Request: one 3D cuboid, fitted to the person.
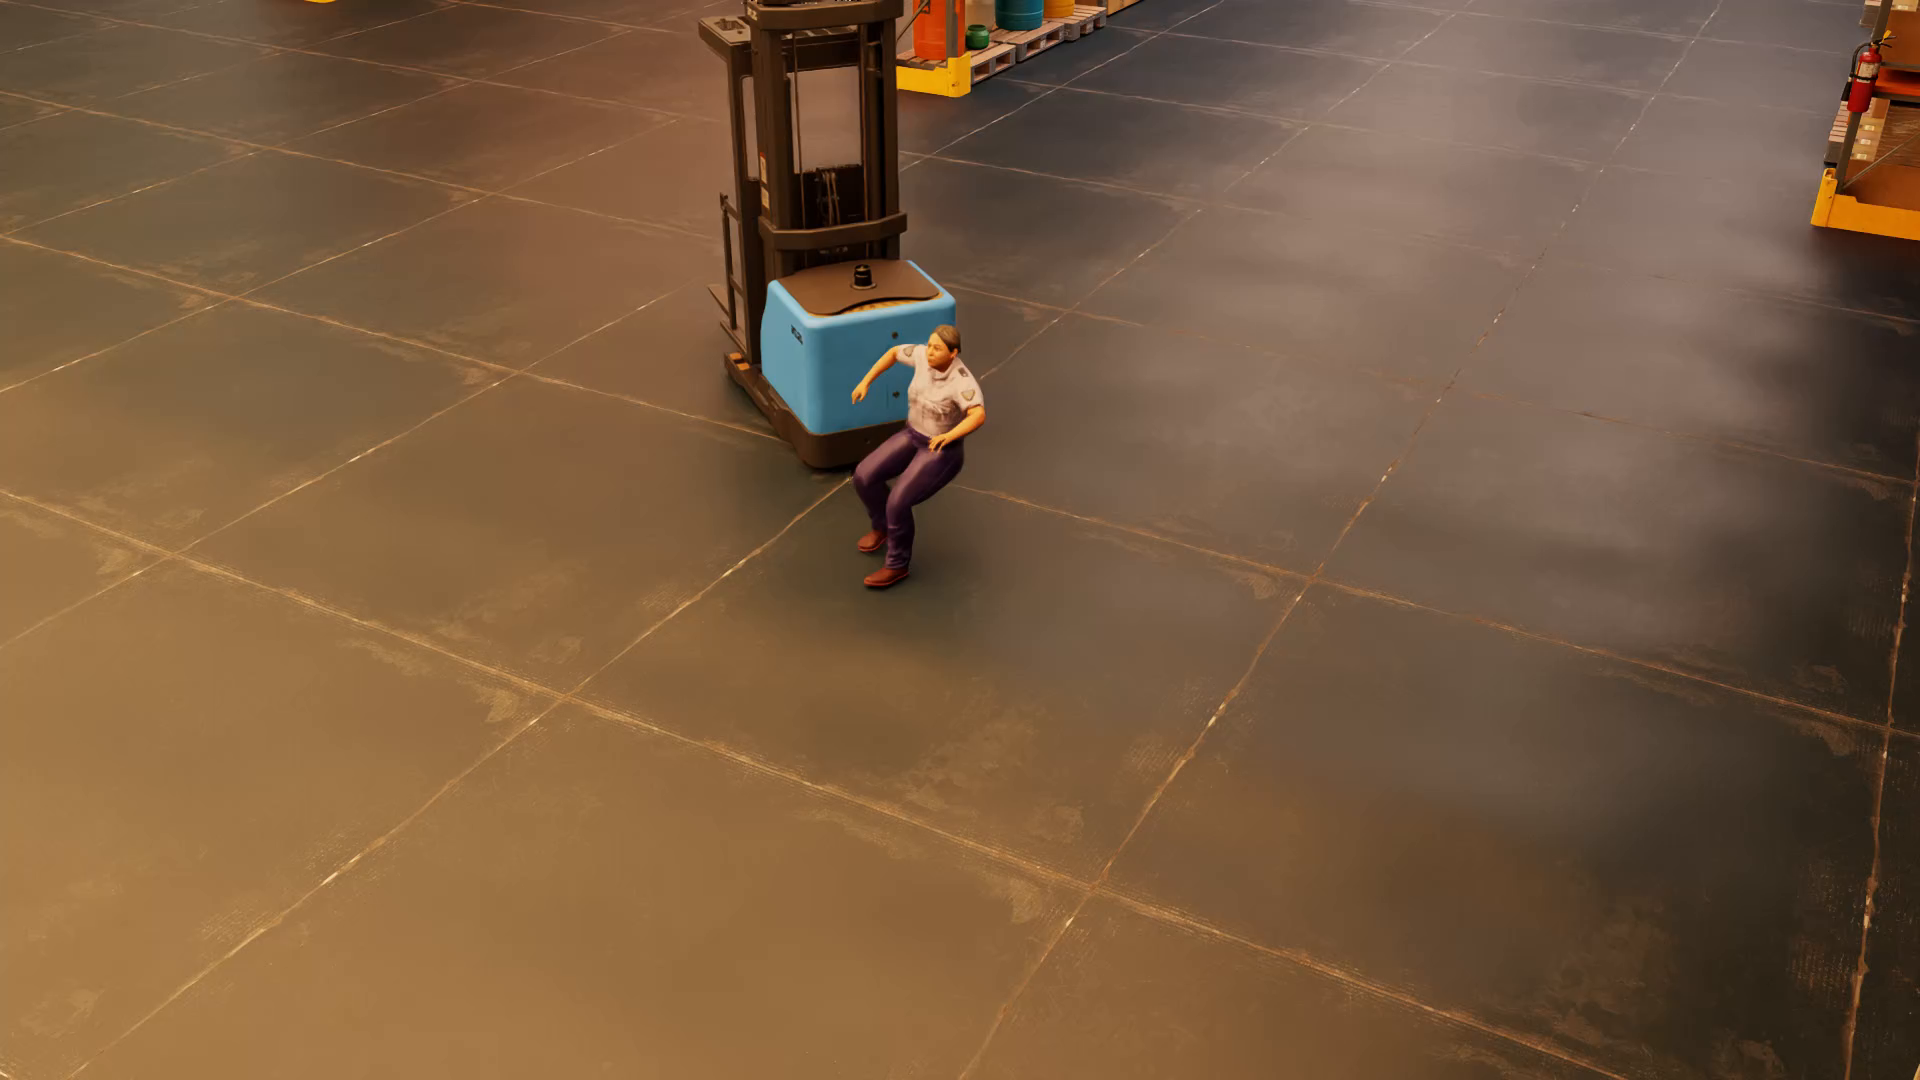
[{"bbox_3d":[-0.321,-0.506,9.447,0.995,1.419,0.802,23,37,34],"label":"person"}]

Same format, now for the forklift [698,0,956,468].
[{"bbox_3d":[-1.061,-2.447,11.310,1.130,2.935,3.031,-12,32,-20],"label":"forklift"}]
